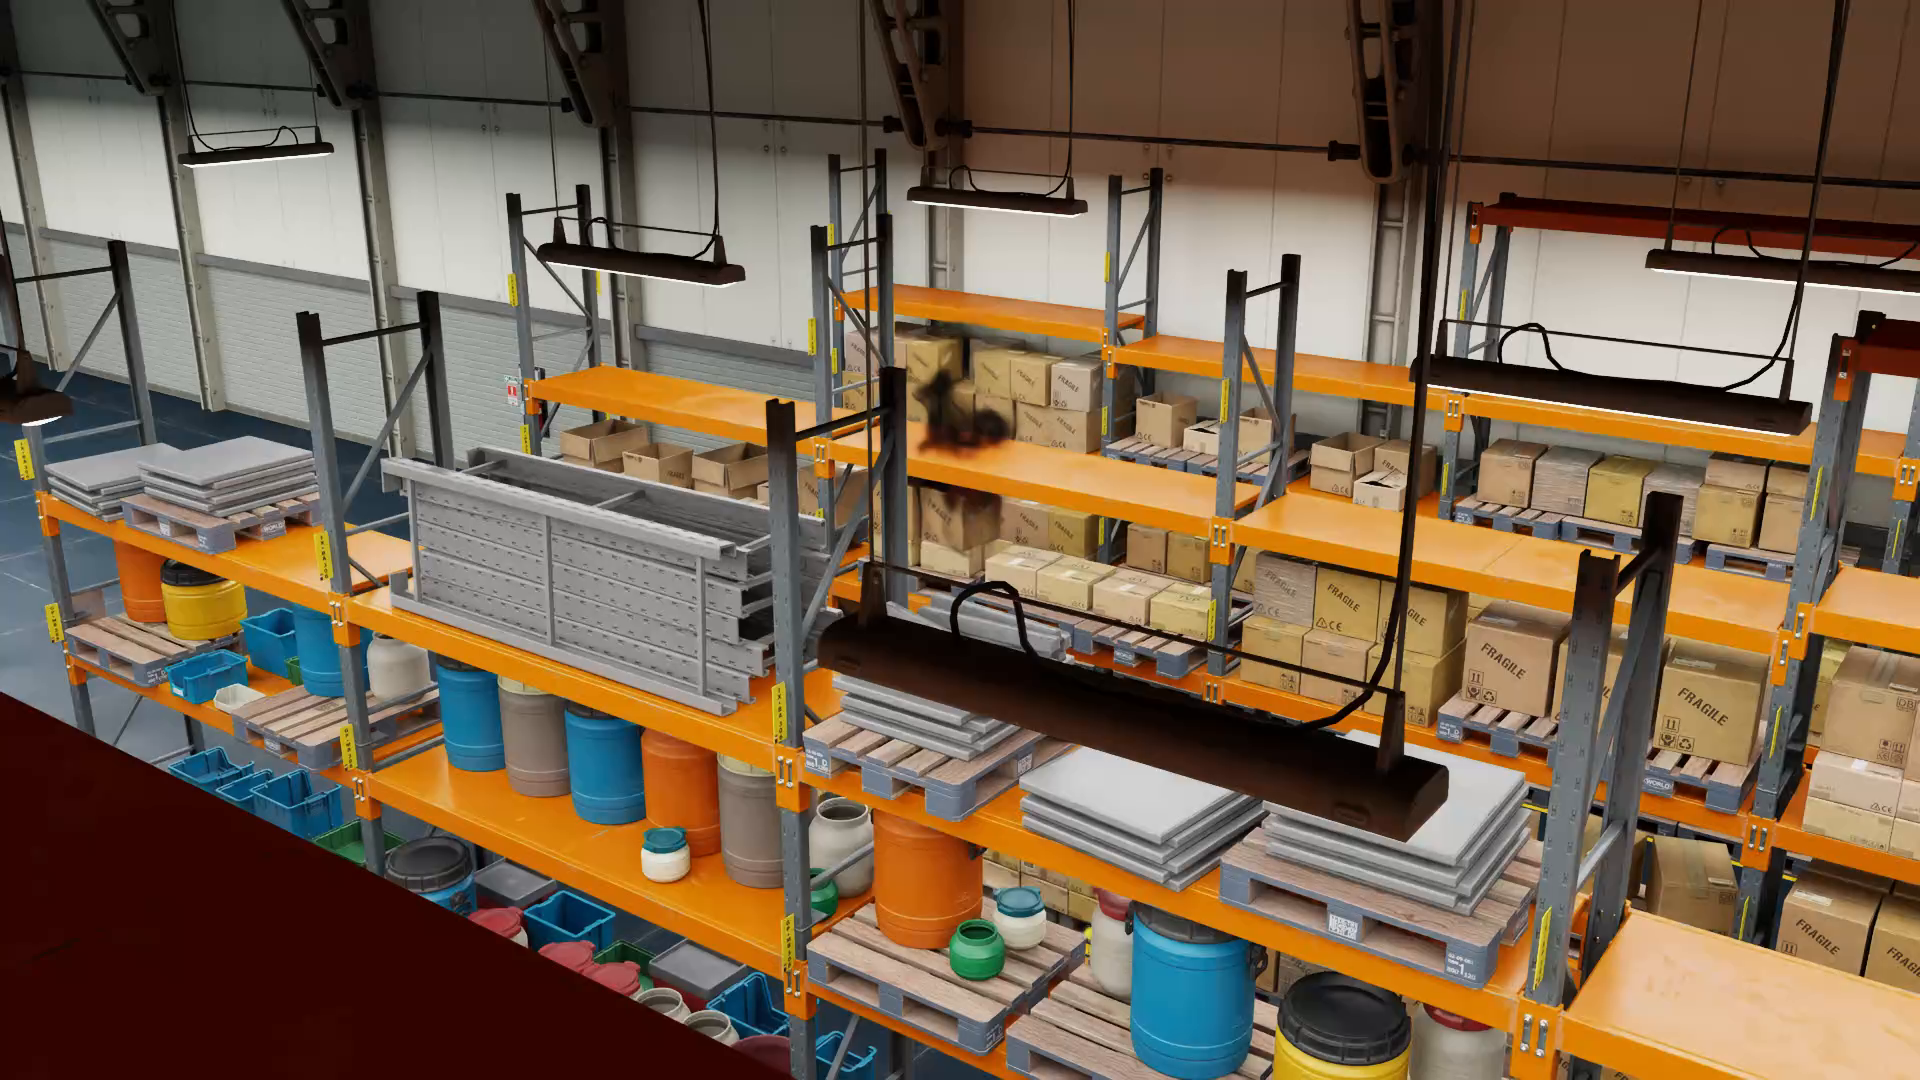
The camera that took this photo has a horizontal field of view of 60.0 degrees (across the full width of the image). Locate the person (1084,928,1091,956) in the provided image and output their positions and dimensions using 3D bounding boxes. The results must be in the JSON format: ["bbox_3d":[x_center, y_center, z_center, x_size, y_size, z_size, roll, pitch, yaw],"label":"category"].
[{"bbox_3d":[0.945,3.502,11.900,0.593,1.719,0.681,9,21,25],"label":"person"}]
